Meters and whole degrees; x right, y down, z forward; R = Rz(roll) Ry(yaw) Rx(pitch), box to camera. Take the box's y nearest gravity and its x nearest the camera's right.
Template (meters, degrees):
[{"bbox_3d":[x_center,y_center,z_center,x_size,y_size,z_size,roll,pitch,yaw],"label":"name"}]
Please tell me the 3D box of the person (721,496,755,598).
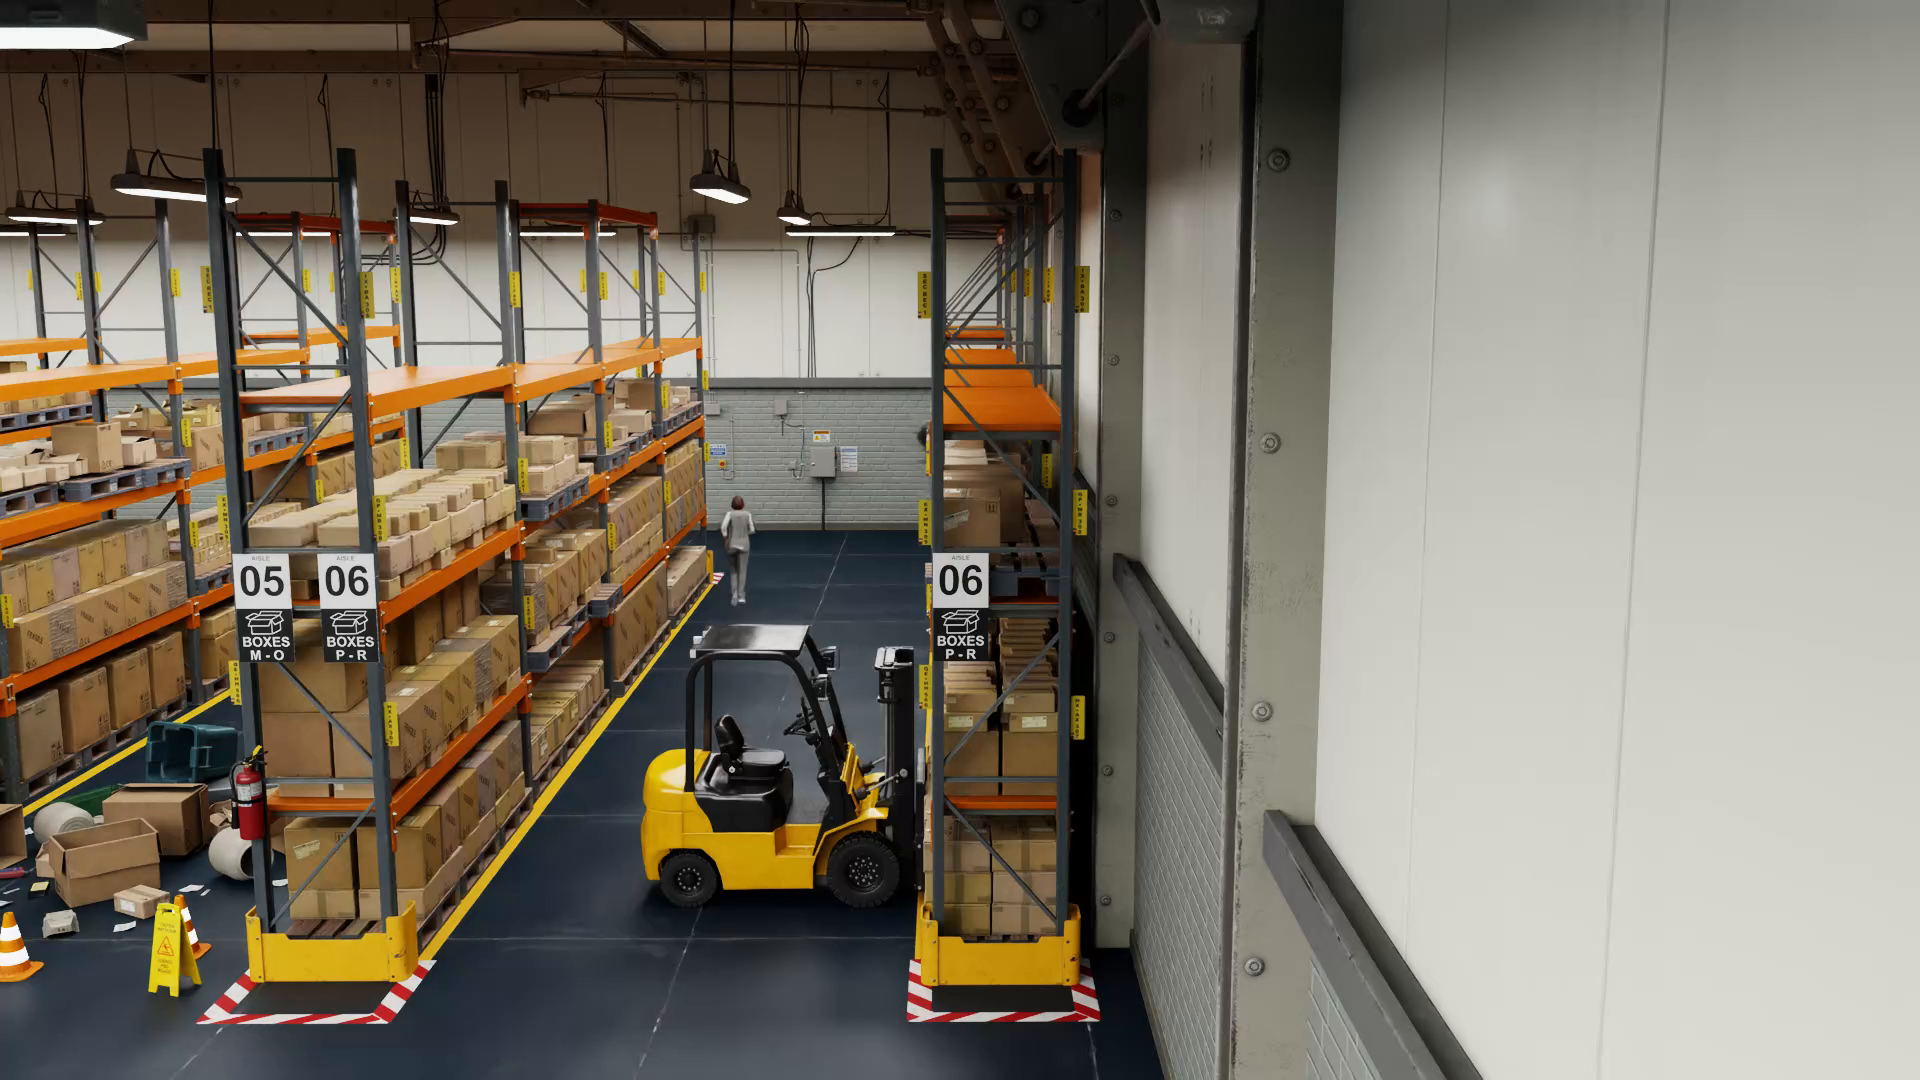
[{"bbox_3d":[-3.274,0.096,24.609,0.482,1.512,0.726,0,9,-3],"label":"person"}]
